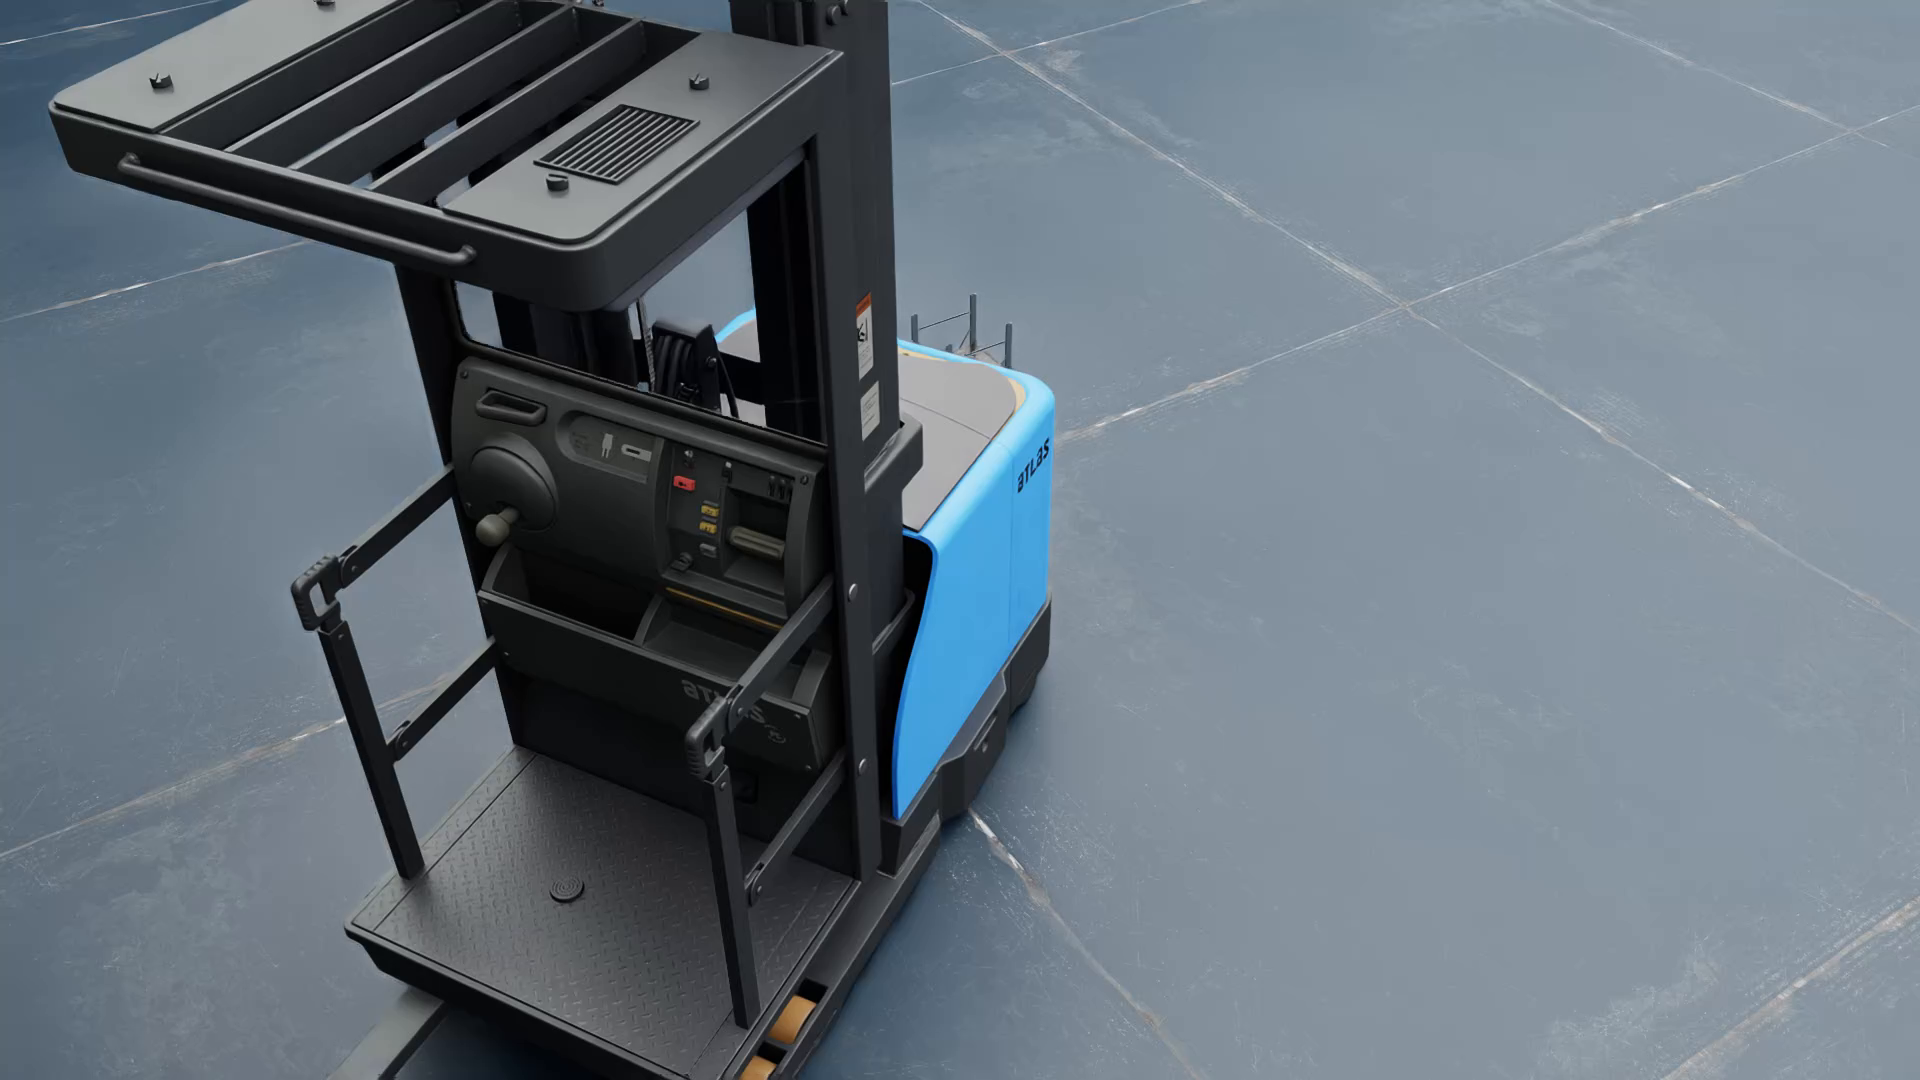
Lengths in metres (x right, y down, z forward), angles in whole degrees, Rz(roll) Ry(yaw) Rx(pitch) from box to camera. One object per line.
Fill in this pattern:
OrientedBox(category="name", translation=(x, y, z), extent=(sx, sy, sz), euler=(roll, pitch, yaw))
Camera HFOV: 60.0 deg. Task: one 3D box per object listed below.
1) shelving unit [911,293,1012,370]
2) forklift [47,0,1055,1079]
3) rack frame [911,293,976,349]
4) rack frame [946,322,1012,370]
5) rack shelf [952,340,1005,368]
OrientedBox(category="shelving unit", translation=(0.004, -0.341, 5.457), extent=(0.258, 0.900, 0.210), euler=(-22, 45, -24))
OrientedBox(category="forklift", translation=(-0.820, -0.031, 3.497), extent=(1.130, 2.935, 3.031), euler=(17, 43, 20))
OrientedBox(category="rack frame", translation=(-0.050, -0.396, 5.523), extent=(0.240, 0.900, 0.006), euler=(-22, 45, -24))
OrientedBox(category="rack frame", translation=(0.059, -0.286, 5.391), extent=(0.240, 0.900, 0.006), euler=(-22, 45, -24))
OrientedBox(category="rack shelf", translation=(0.004, -0.523, 5.305), extent=(0.258, 0.077, 0.200), euler=(-22, 45, -24))
